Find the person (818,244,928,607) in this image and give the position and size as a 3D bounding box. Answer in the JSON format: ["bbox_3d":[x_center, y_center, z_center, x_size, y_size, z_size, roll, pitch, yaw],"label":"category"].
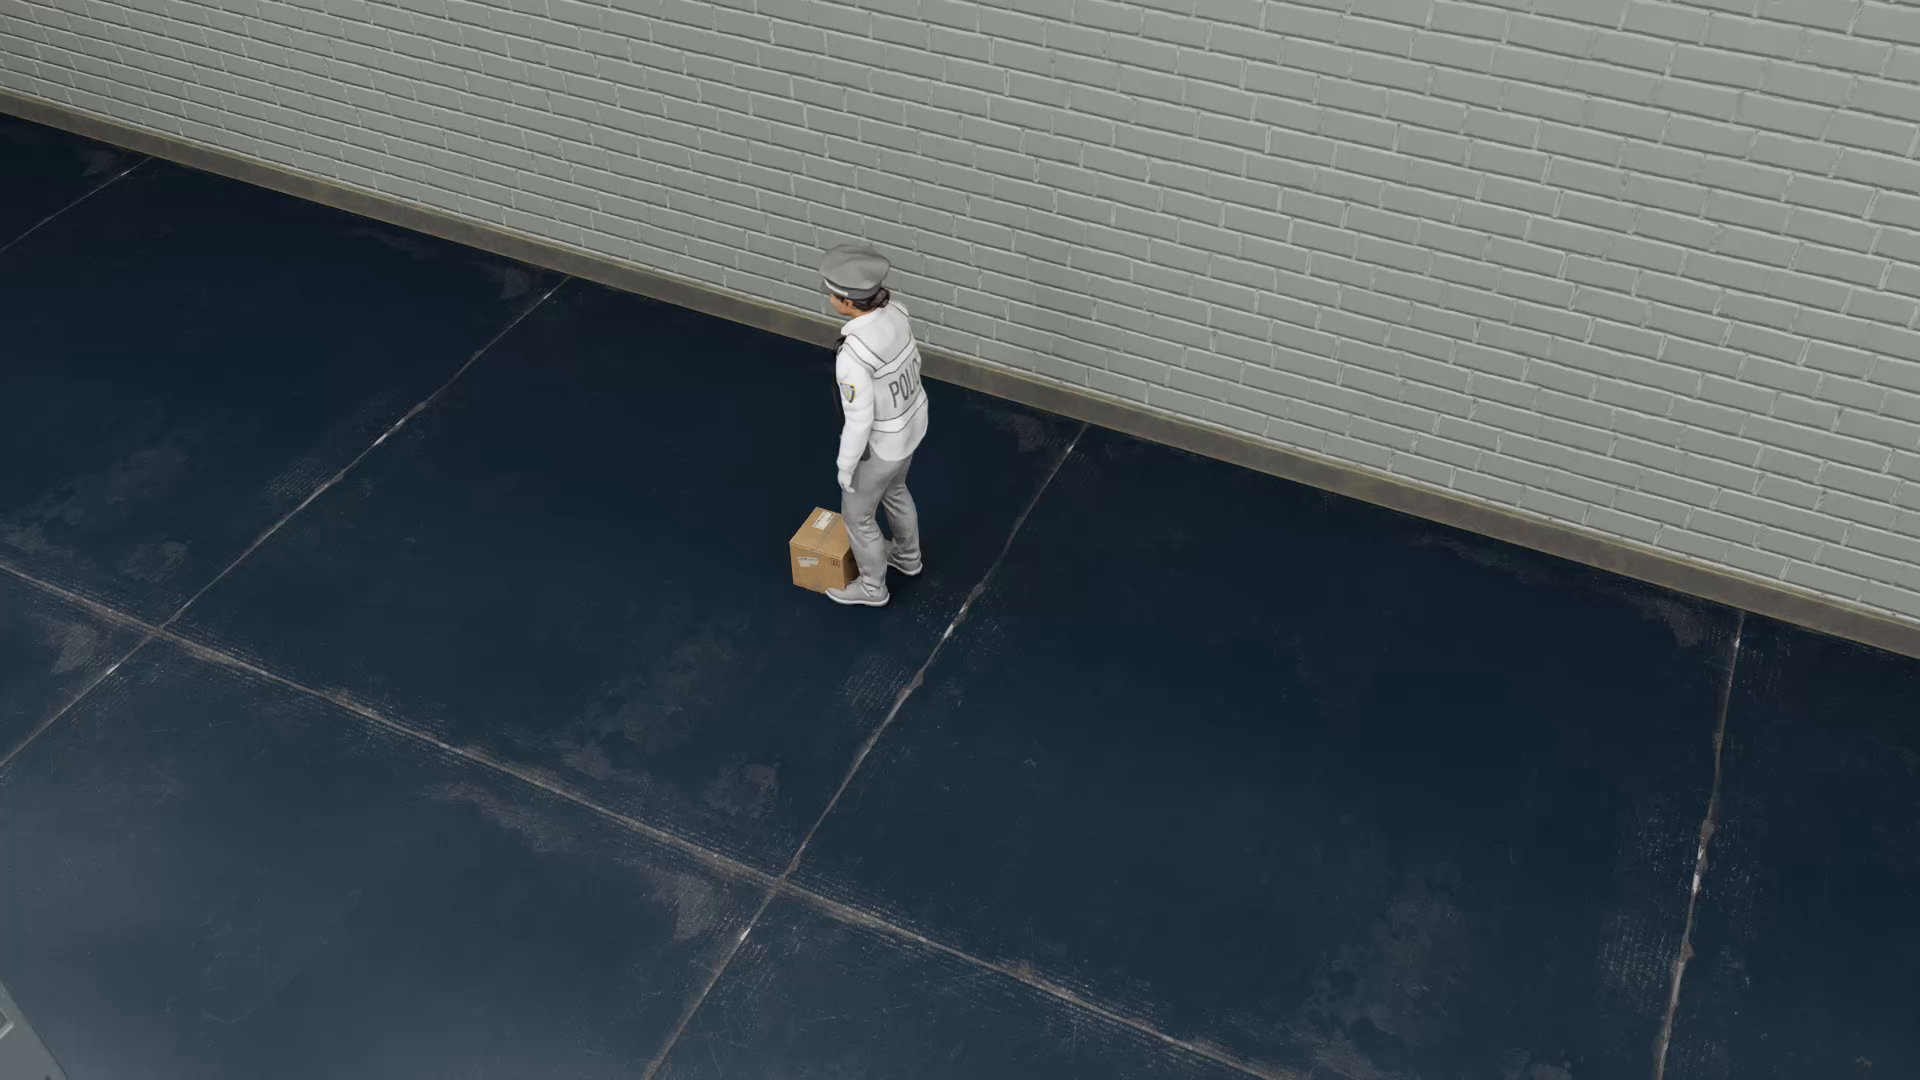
[{"bbox_3d":[-0.346,-0.410,6.610,0.409,1.663,0.527,17,45,18],"label":"person"}]
